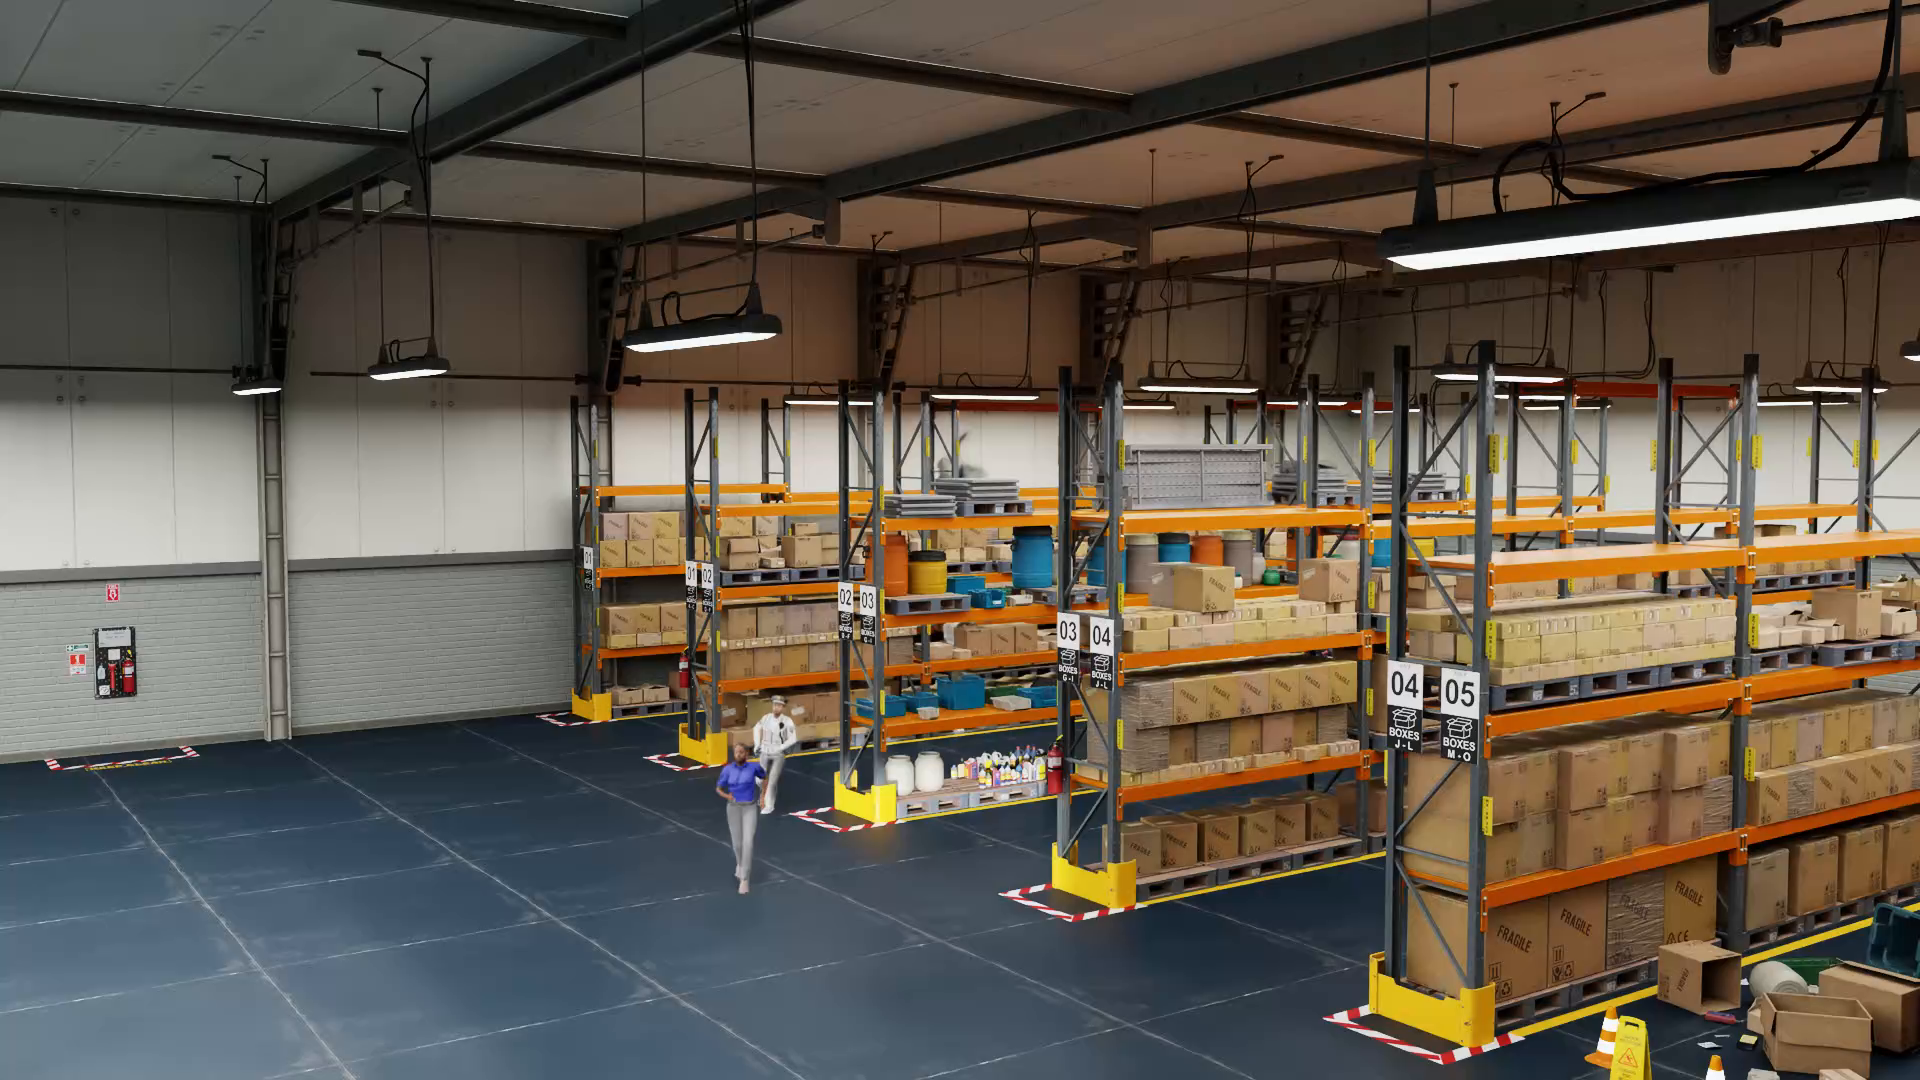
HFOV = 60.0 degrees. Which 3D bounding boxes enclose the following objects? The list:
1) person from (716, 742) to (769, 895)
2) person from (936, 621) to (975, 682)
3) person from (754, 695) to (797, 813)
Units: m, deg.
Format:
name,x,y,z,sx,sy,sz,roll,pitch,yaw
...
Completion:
name,x,y,z,sx,sy,sz,roll,pitch,yaw
person,-2.529,3.183,19.274,0.581,1.706,0.832,0,3,2
person,-0.133,2.076,31.956,0.707,1.891,0.657,-3,4,-38
person,-2.574,2.963,22.986,0.657,1.649,0.482,0,3,8
